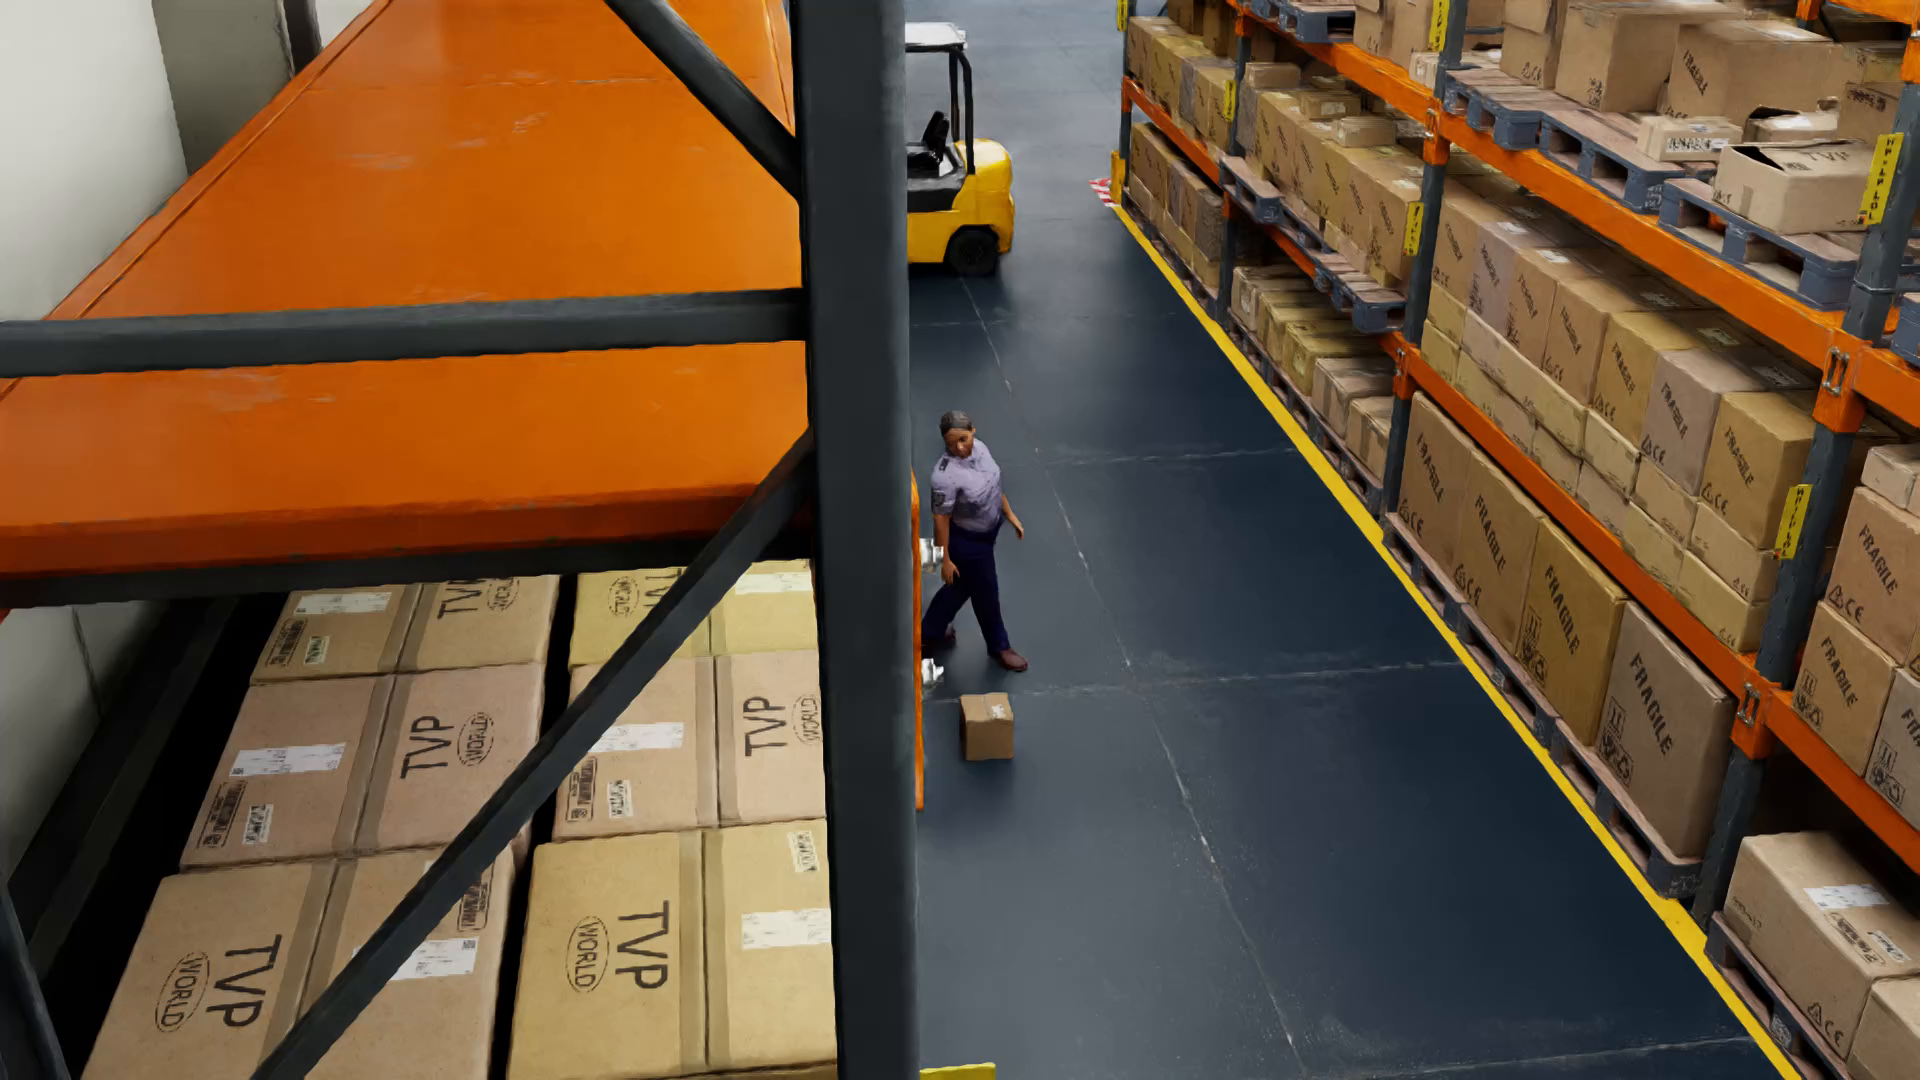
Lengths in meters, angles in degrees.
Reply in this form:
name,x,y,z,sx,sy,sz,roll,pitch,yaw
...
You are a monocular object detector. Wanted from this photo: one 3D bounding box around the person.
name,x,y,z,sx,sy,sz,roll,pitch,yaw
person,0.058,0.009,9.149,0.663,1.604,0.528,6,28,12
